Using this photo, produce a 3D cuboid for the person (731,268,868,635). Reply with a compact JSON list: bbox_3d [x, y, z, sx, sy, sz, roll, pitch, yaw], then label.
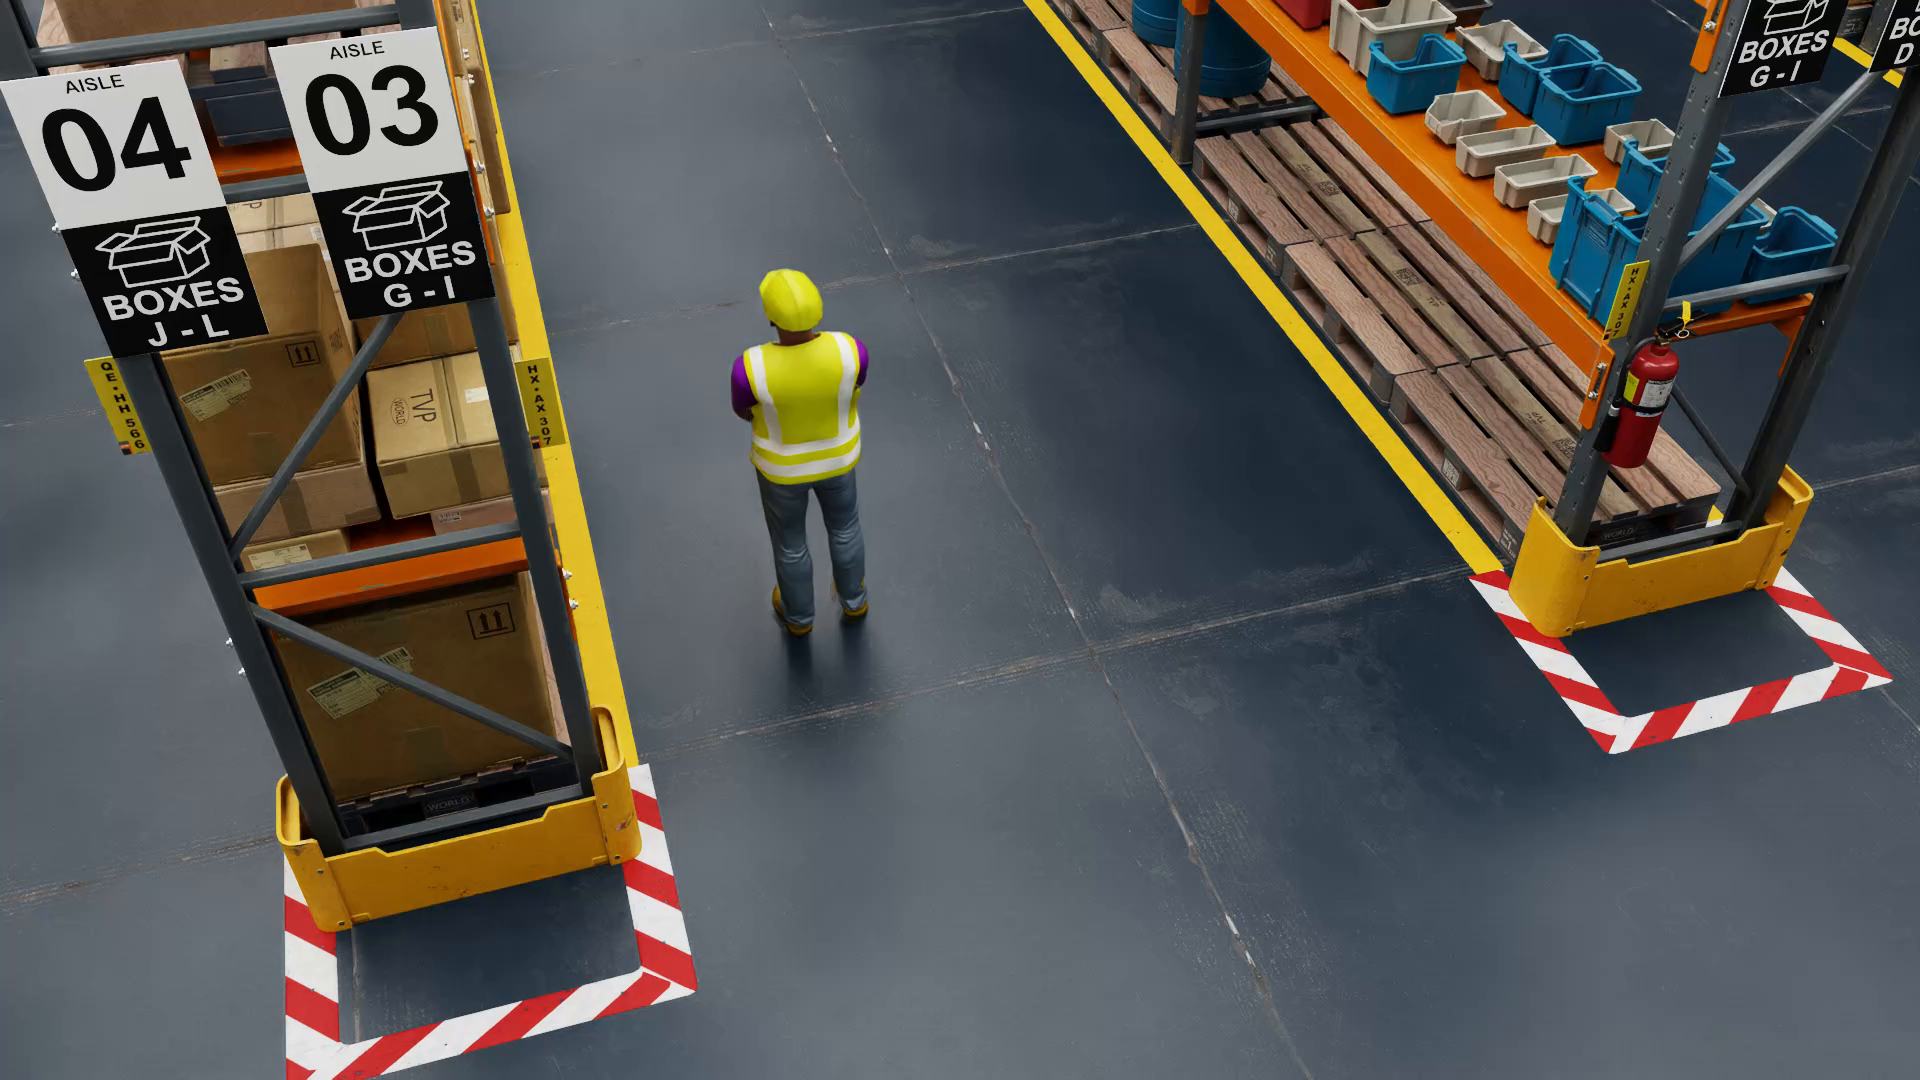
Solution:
[{"bbox_3d":[-0.633,-0.378,6.560,0.520,1.771,0.566,-12,43,-13],"label":"person"}]
